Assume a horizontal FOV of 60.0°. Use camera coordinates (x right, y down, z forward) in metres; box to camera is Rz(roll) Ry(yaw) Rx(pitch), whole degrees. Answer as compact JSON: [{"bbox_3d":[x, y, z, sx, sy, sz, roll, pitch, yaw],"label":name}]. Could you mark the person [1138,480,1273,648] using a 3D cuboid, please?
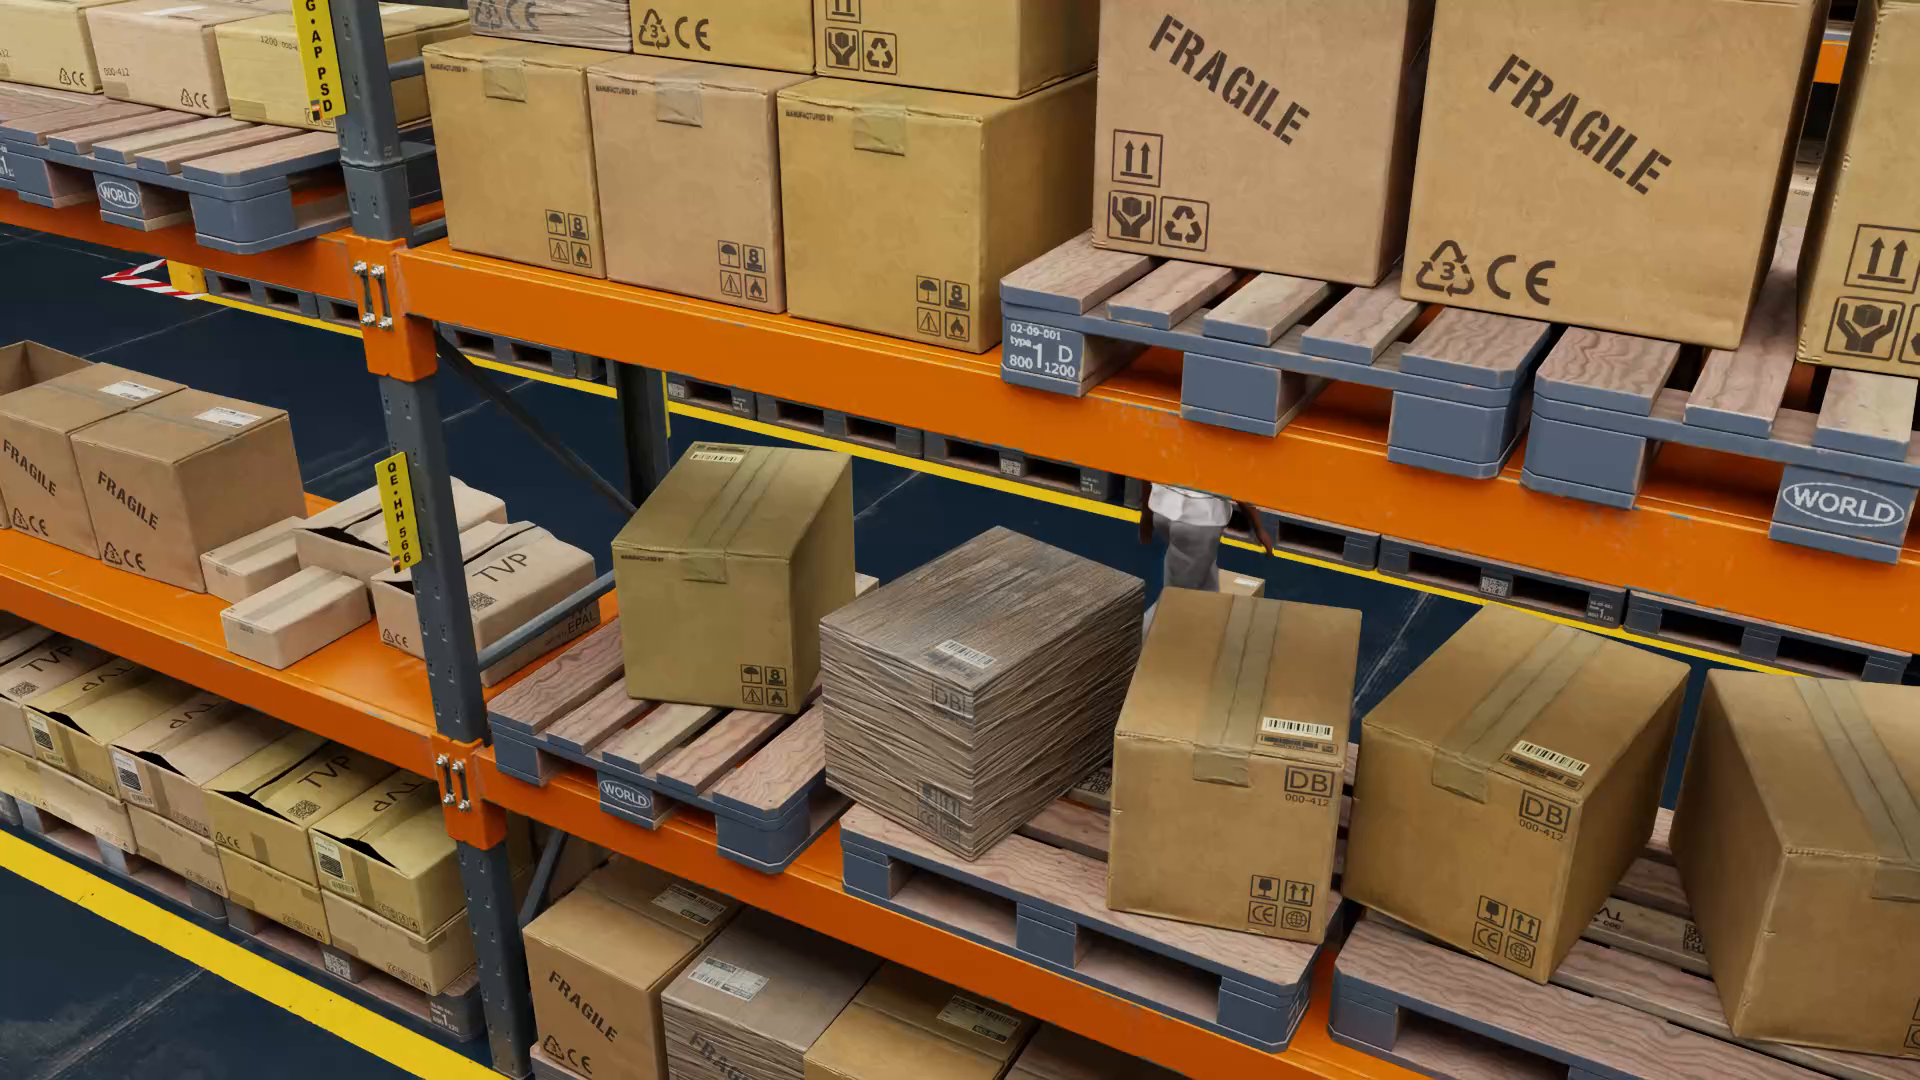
[{"bbox_3d":[1.058,-0.081,7.269,0.865,1.626,0.536,-14,30,-26],"label":"person"}]
